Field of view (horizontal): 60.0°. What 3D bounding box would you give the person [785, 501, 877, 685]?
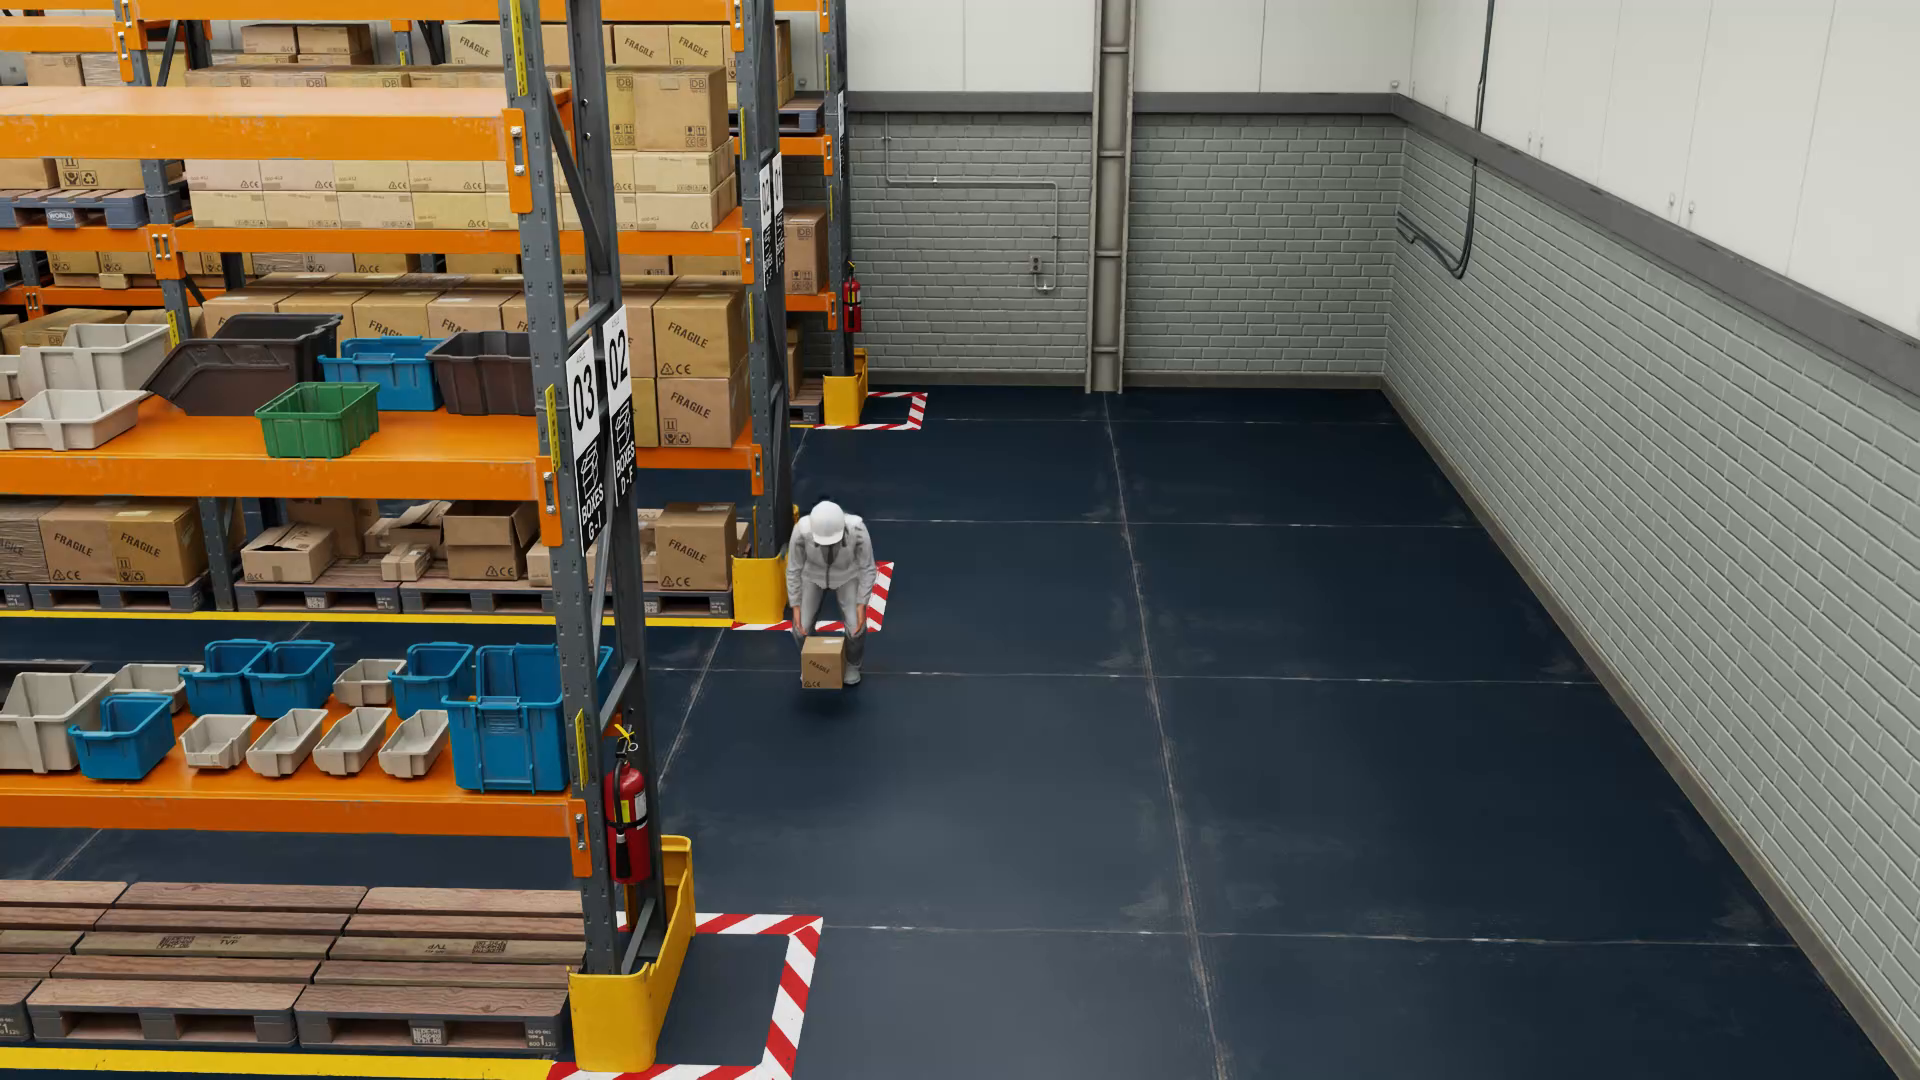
[{"bbox_3d":[-0.824,0.304,10.823,0.590,1.363,0.797,1,21,2],"label":"person"}]
